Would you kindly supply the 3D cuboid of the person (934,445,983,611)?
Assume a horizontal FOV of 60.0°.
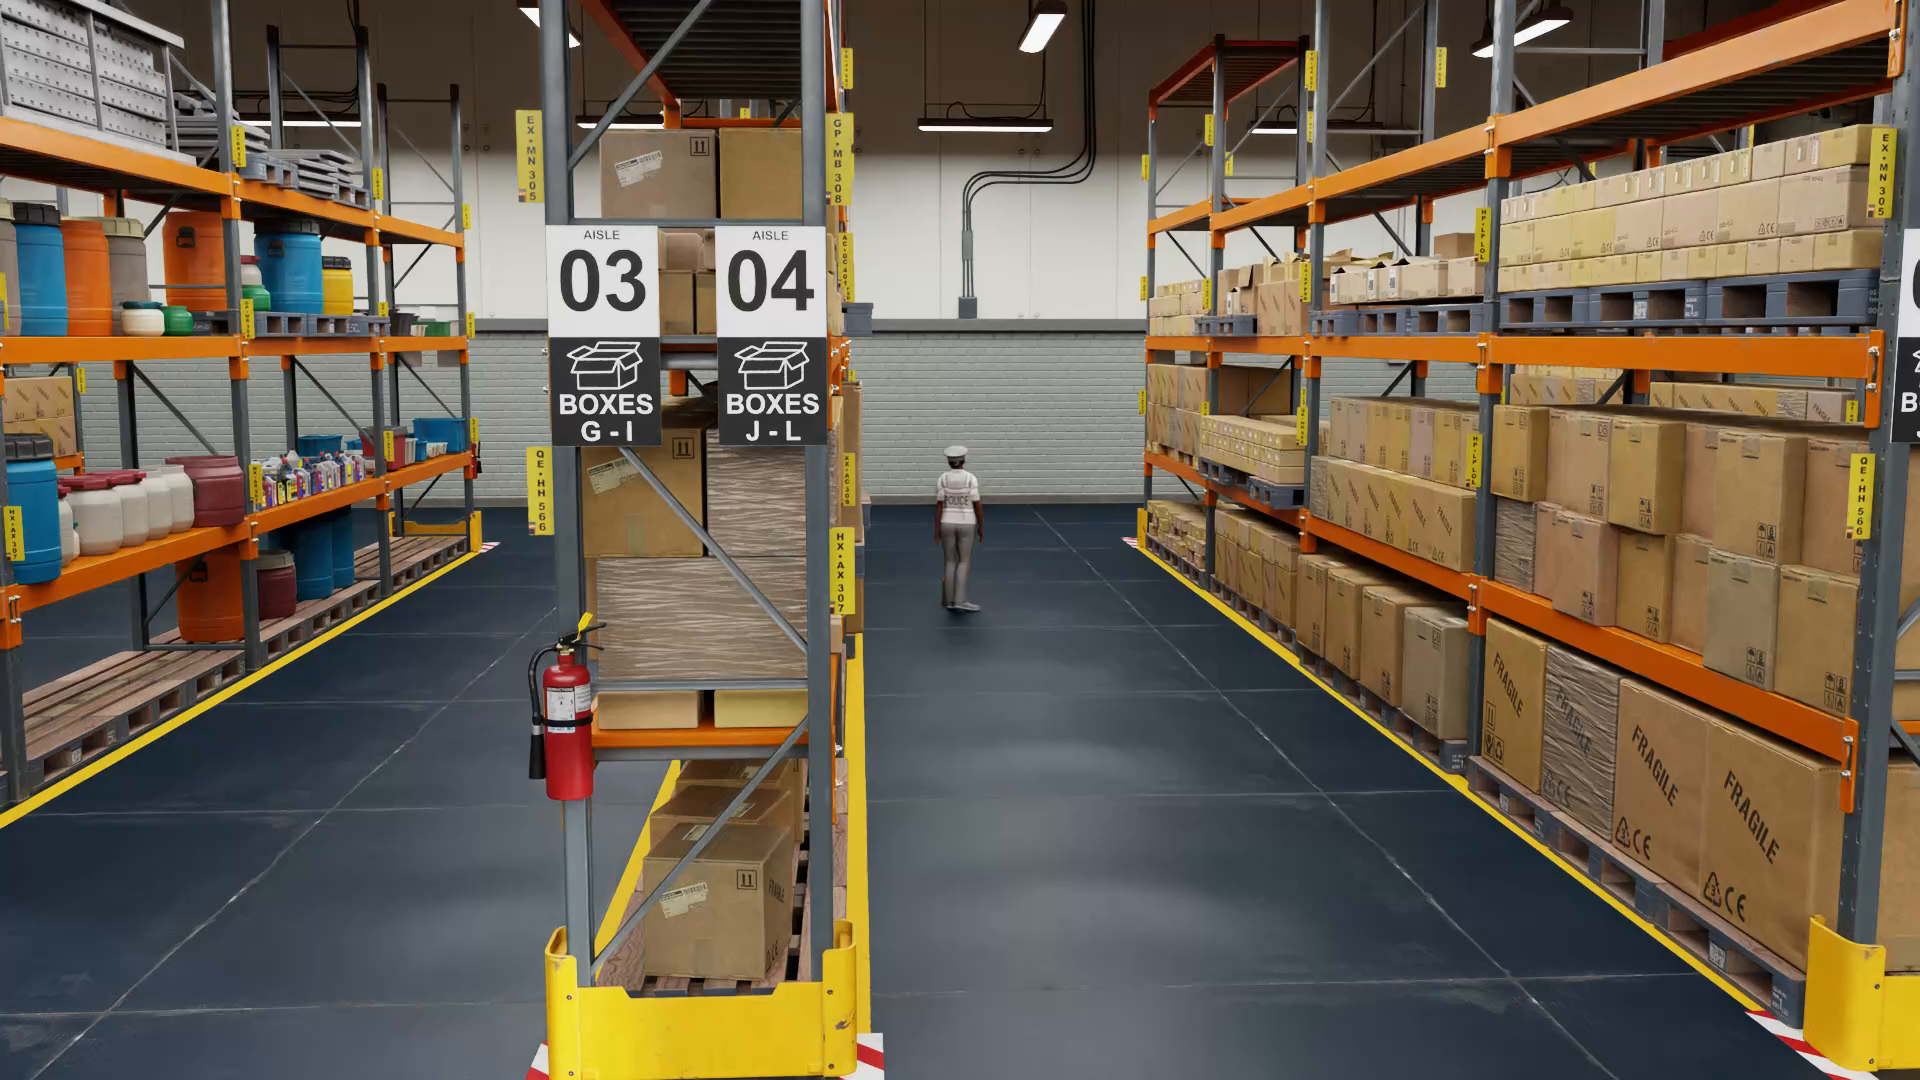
[{"bbox_3d":[-0.016,-0.121,17.073,0.497,1.700,0.395,1,7,9],"label":"person"}]
